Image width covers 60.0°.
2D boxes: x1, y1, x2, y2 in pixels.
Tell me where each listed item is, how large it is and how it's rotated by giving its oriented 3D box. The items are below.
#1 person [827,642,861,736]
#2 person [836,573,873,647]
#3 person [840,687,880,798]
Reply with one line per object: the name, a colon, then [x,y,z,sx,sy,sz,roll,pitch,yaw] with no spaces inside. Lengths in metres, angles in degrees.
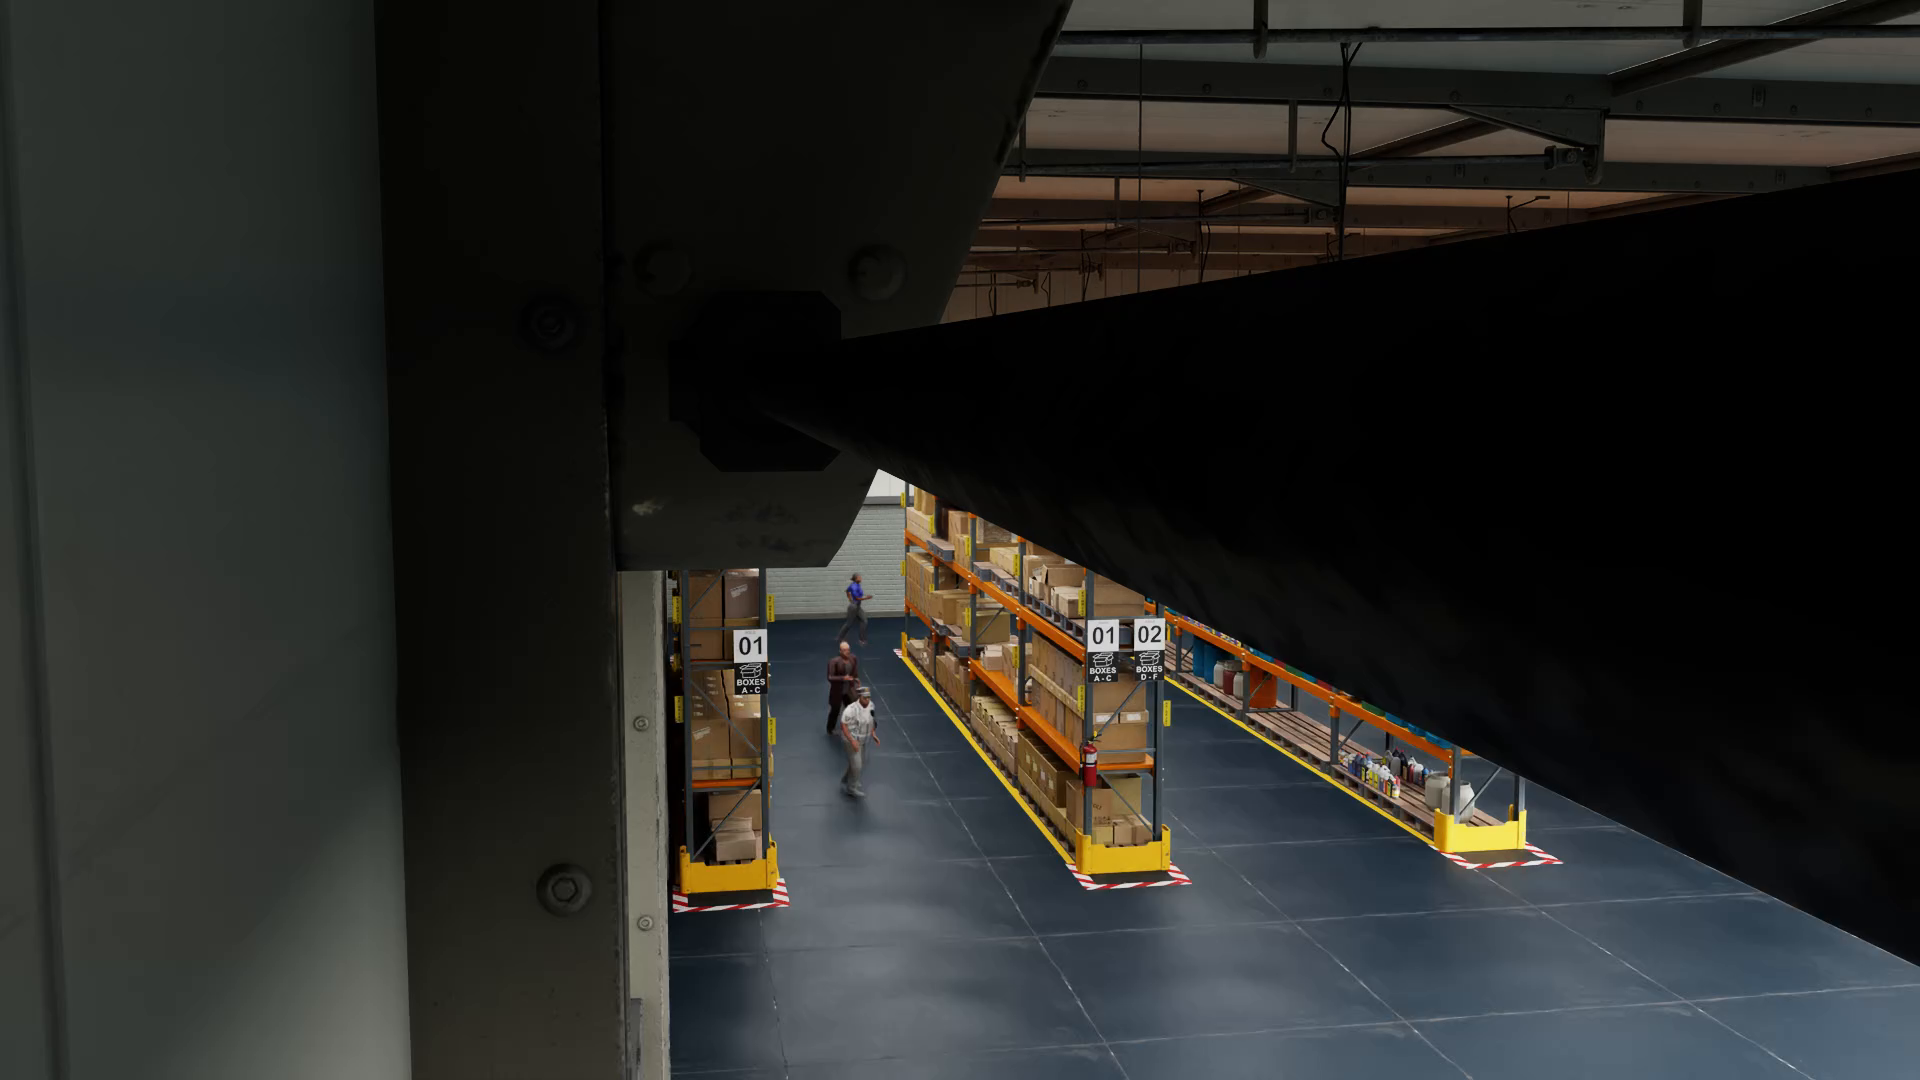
person: [-1.978,2.568,28.102,0.700,1.742,1.047,-3,7,-26]
person: [-2.393,1.597,37.739,0.848,1.715,0.556,1,6,5]
person: [-1.566,2.960,24.585,0.795,1.710,0.680,5,8,39]
